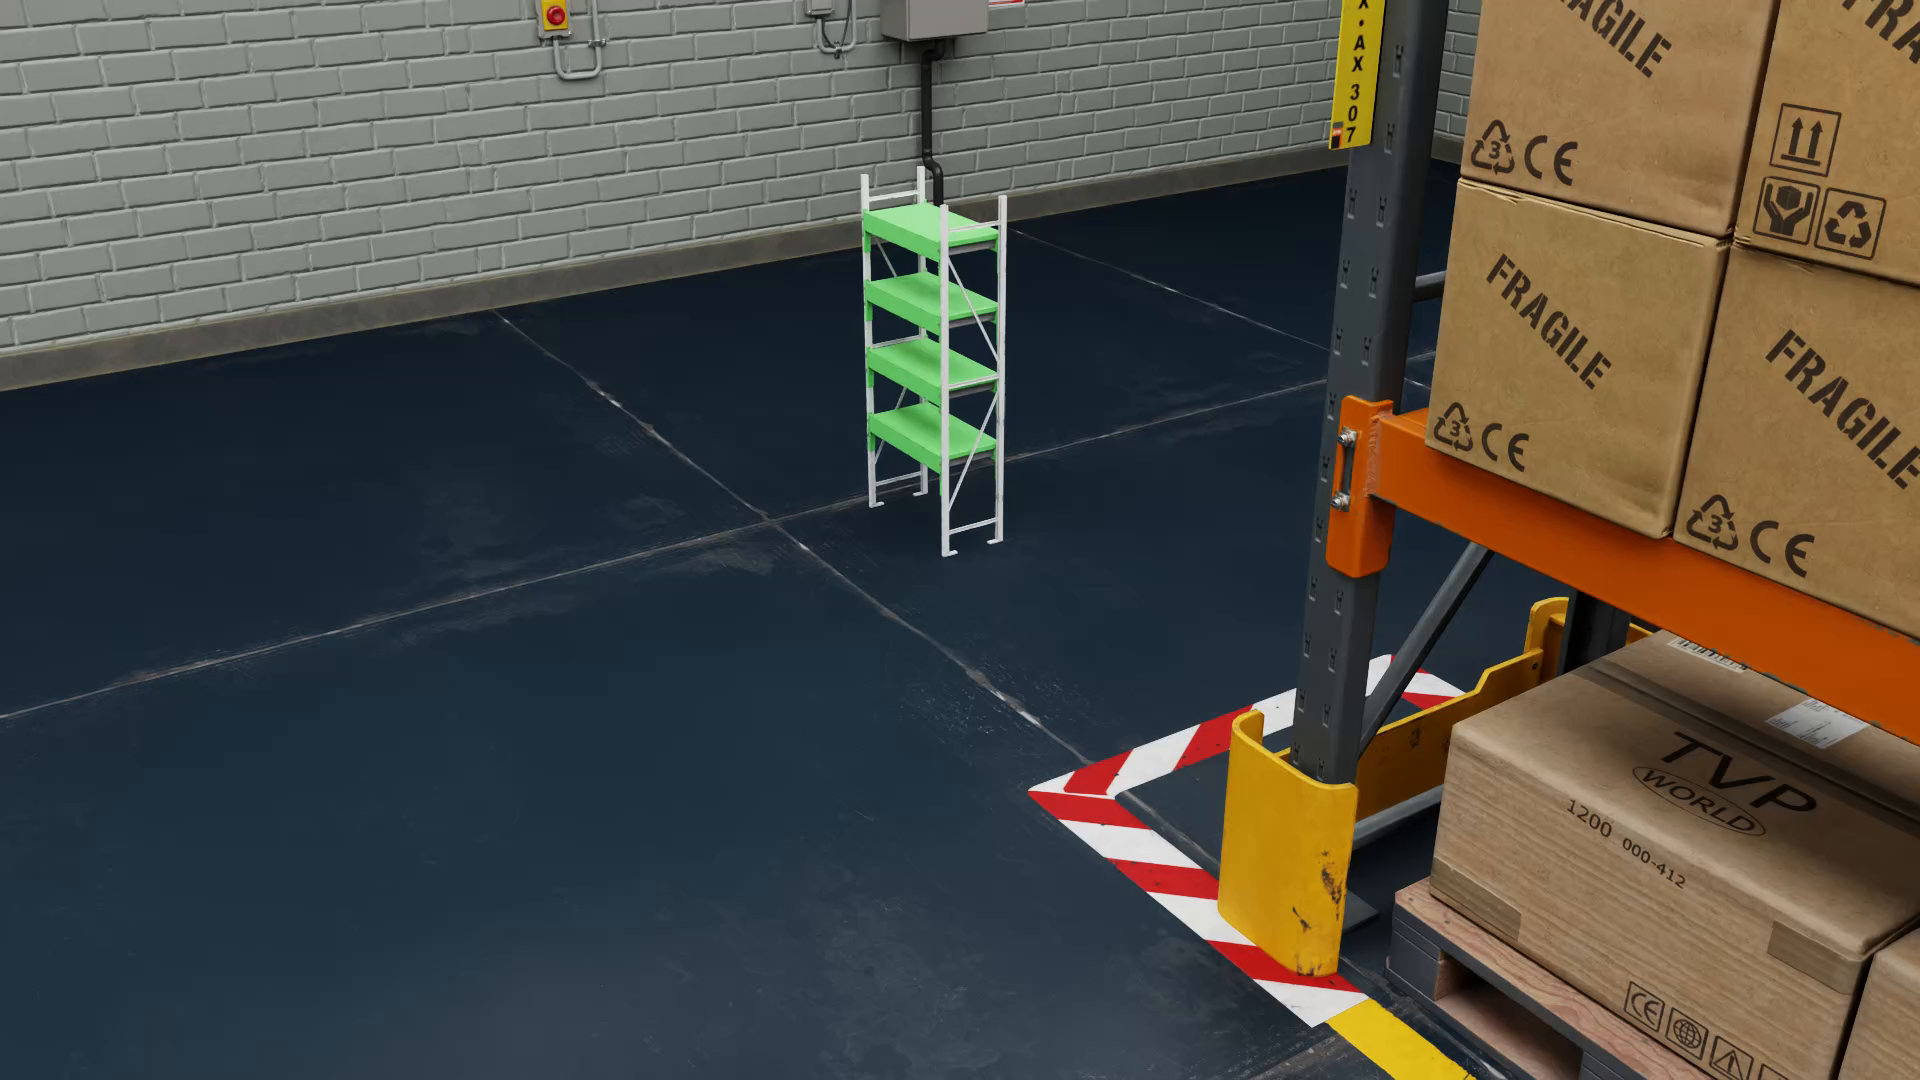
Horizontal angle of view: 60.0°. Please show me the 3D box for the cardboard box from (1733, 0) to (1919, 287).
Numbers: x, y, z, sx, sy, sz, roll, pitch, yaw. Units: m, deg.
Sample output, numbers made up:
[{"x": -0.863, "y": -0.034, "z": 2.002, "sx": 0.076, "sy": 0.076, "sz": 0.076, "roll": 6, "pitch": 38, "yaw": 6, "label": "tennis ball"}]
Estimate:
[{"x": 1.488, "y": -0.638, "z": 2.300, "sx": 0.500, "sy": 0.500, "sz": 0.500, "roll": -16, "pitch": 30, "yaw": -31, "label": "cardboard box"}]

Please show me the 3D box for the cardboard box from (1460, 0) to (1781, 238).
[{"x": 1.200, "y": -0.822, "z": 2.688, "sx": 0.500, "sy": 0.500, "sz": 0.500, "roll": -16, "pitch": 30, "yaw": -31, "label": "cardboard box"}]

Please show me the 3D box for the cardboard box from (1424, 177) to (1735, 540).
[{"x": 1.198, "y": -0.369, "z": 2.901, "sx": 0.500, "sy": 0.500, "sz": 0.500, "roll": -16, "pitch": 30, "yaw": -30, "label": "cardboard box"}]

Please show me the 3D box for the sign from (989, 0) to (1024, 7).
[{"x": 0.220, "y": -3.157, "z": 9.036, "sx": 0.329, "sy": 0.494, "sz": 0.001, "roll": -16, "pitch": 29, "yaw": -30, "label": "sign"}]

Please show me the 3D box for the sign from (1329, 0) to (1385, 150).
[{"x": 0.709, "y": -0.862, "z": 2.956, "sx": 0.100, "sy": 0.325, "sz": 0.005, "roll": -16, "pitch": 29, "yaw": -30, "label": "sign"}]

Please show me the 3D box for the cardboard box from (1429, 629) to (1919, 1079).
[{"x": 1.621, "y": 0.619, "z": 3.434, "sx": 0.875, "sy": 0.438, "sz": 0.875, "roll": -17, "pitch": 30, "yaw": -31, "label": "cardboard box"}]

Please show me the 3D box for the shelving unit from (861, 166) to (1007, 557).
[{"x": -0.090, "y": -0.602, "z": 5.619, "sx": 0.258, "sy": 1.200, "sz": 0.503, "roll": -16, "pitch": 29, "yaw": -30, "label": "shelving unit"}]

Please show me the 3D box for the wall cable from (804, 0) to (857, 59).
[{"x": -0.739, "y": -3.368, "z": 8.180, "sx": 0.588, "sy": 1.984, "sz": 0.122, "roll": -16, "pitch": 29, "yaw": -30, "label": "wall cable"}]

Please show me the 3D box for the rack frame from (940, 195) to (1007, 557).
[{"x": 0.043, "y": -0.515, "z": 5.434, "sx": 0.240, "sy": 1.200, "sz": 0.015, "roll": -16, "pitch": 29, "yaw": -30, "label": "rack frame"}]

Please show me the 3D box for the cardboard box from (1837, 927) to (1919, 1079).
[{"x": 2.128, "y": 0.945, "z": 2.745, "sx": 0.875, "sy": 0.438, "sz": 0.875, "roll": -15, "pitch": 29, "yaw": -28, "label": "cardboard box"}]

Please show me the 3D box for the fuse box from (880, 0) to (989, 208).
[{"x": -0.081, "y": -2.428, "z": 8.890, "sx": 0.539, "sy": 1.711, "sz": 0.414, "roll": -16, "pitch": 29, "yaw": -30, "label": "fuse box"}]

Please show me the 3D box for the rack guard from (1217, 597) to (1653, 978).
[{"x": 1.164, "y": 0.559, "z": 3.979, "sx": 1.175, "sy": 0.500, "sz": 0.348, "roll": -16, "pitch": 29, "yaw": -30, "label": "rack guard"}]

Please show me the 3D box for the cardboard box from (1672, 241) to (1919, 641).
[{"x": 1.498, "y": -0.195, "z": 2.531, "sx": 0.500, "sy": 0.500, "sz": 0.500, "roll": -16, "pitch": 30, "yaw": -30, "label": "cardboard box"}]

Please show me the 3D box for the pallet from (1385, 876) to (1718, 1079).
[{"x": 1.679, "y": 0.966, "z": 3.456, "sx": 1.003, "sy": 0.211, "sz": 1.213, "roll": -16, "pitch": 29, "yaw": -30, "label": "pallet"}]

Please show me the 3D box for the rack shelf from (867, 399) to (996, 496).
[{"x": -0.090, "y": -0.327, "z": 5.749, "sx": 0.258, "sy": 0.148, "sz": 0.480, "roll": -16, "pitch": 29, "yaw": -30, "label": "rack shelf"}]

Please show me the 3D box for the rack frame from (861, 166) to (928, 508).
[{"x": -0.224, "y": -0.689, "z": 5.804, "sx": 0.240, "sy": 1.200, "sz": 0.015, "roll": -16, "pitch": 29, "yaw": -30, "label": "rack frame"}]

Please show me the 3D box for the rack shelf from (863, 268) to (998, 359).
[{"x": -0.090, "y": -0.761, "z": 5.544, "sx": 0.258, "sy": 0.148, "sz": 0.480, "roll": -16, "pitch": 29, "yaw": -30, "label": "rack shelf"}]

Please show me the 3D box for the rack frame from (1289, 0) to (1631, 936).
[{"x": 1.177, "y": -0.562, "z": 3.428, "sx": 1.000, "sy": 3.000, "sz": 0.127, "roll": -16, "pitch": 29, "yaw": -30, "label": "rack frame"}]

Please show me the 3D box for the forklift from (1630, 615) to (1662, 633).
[{"x": 3.058, "y": -0.545, "z": 3.472, "sx": 1.130, "sy": 2.935, "sz": 3.031, "roll": -16, "pitch": 30, "yaw": -31, "label": "forklift"}]

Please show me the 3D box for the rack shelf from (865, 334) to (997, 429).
[{"x": -0.090, "y": -0.544, "z": 5.647, "sx": 0.258, "sy": 0.148, "sz": 0.480, "roll": -16, "pitch": 29, "yaw": -30, "label": "rack shelf"}]

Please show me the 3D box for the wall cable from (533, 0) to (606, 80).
[{"x": -1.921, "y": -3.047, "z": 7.465, "sx": 0.585, "sy": 1.953, "sz": 0.123, "roll": -16, "pitch": 29, "yaw": -30, "label": "wall cable"}]

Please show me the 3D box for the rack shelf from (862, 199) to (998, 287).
[{"x": -0.090, "y": -0.978, "z": 5.442, "sx": 0.258, "sy": 0.148, "sz": 0.480, "roll": -16, "pitch": 29, "yaw": -30, "label": "rack shelf"}]

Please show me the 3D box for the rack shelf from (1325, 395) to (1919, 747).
[{"x": 2.269, "y": 0.478, "z": 2.066, "sx": 1.077, "sy": 0.370, "sz": 4.000, "roll": -16, "pitch": 29, "yaw": -30, "label": "rack shelf"}]
